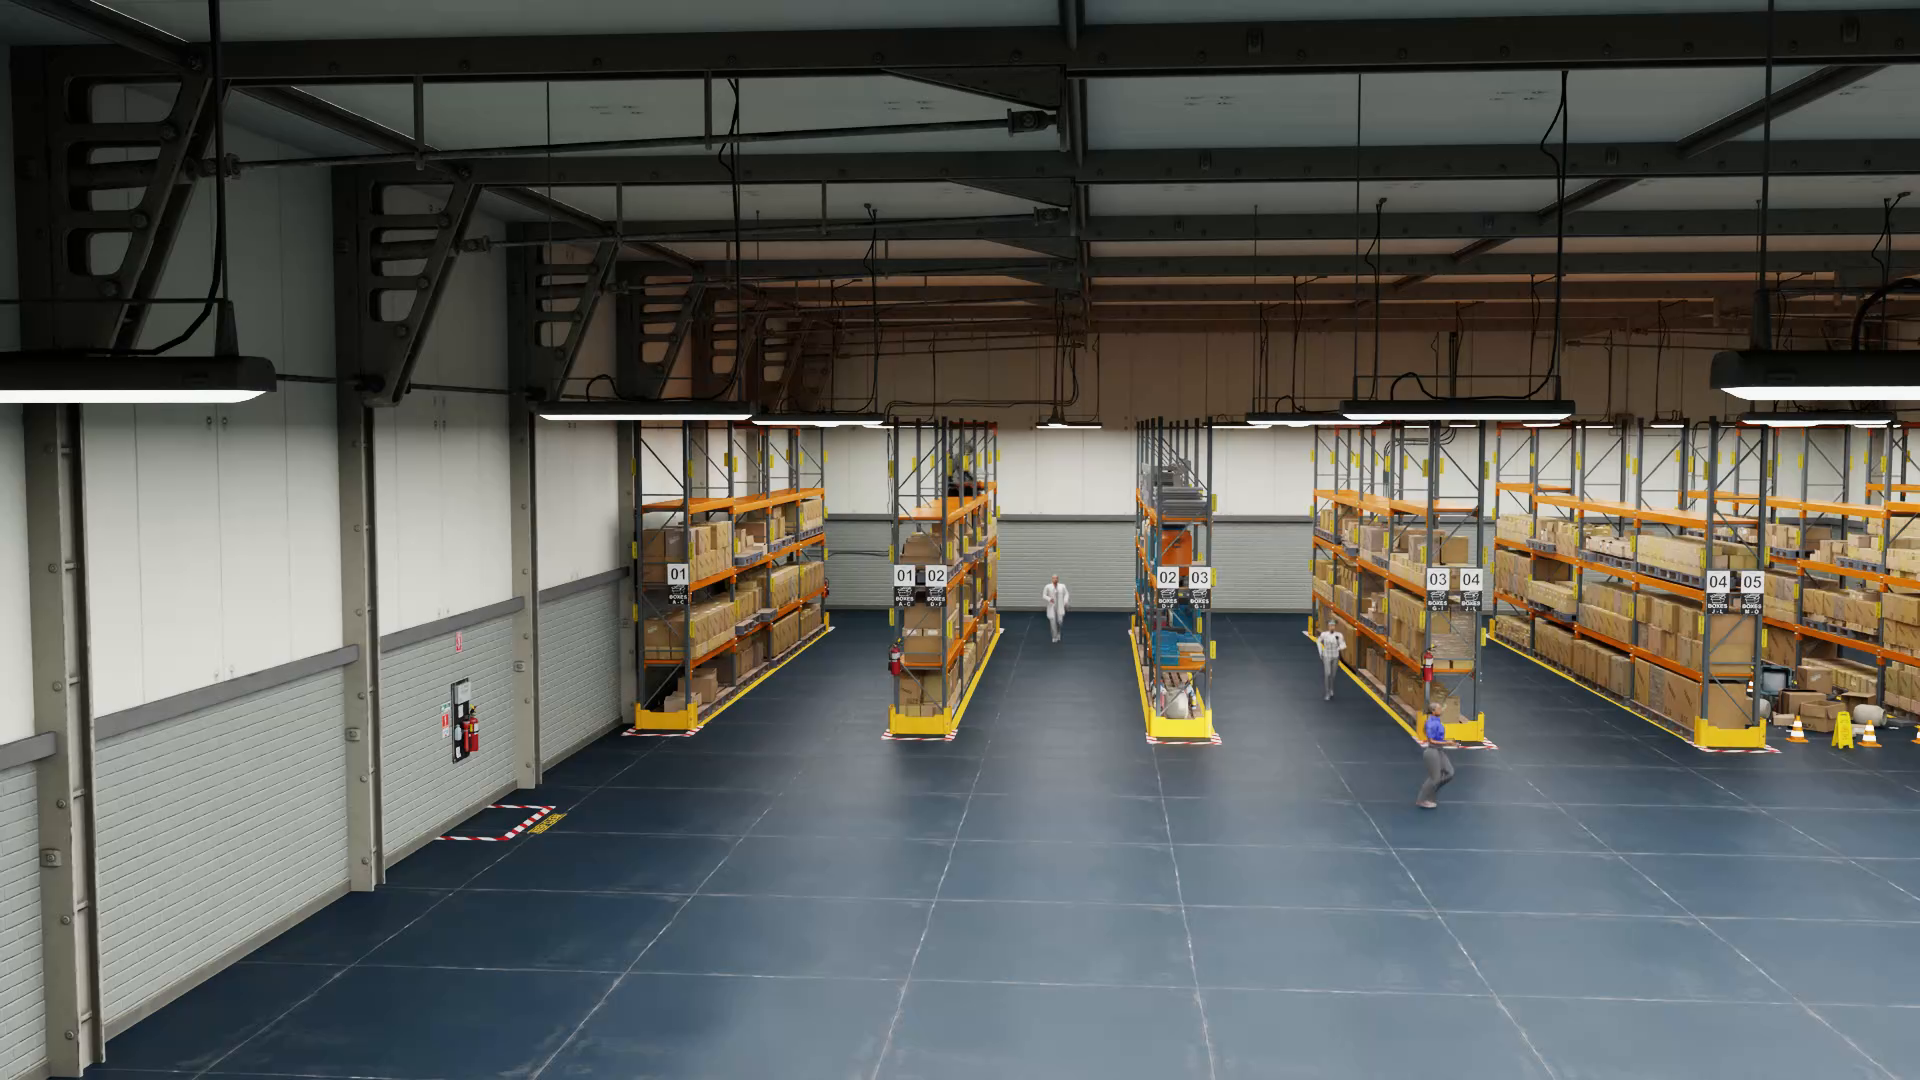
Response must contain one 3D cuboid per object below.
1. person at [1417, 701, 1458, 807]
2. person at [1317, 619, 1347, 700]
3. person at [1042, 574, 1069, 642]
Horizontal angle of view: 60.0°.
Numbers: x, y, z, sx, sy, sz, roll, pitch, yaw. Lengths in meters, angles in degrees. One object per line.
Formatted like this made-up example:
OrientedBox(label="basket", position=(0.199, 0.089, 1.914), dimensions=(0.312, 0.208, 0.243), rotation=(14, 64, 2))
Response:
OrientedBox(label="person", position=(7.260, 3.256, 25.229), dimensions=(0.611, 1.622, 0.554), rotation=(2, 4, 26))
OrientedBox(label="person", position=(7.984, 2.558, 35.689), dimensions=(0.600, 1.748, 0.744), rotation=(0, 4, 5))
OrientedBox(label="person", position=(2.475, 1.766, 42.869), dimensions=(0.695, 1.759, 0.631), rotation=(0, 4, -2))
